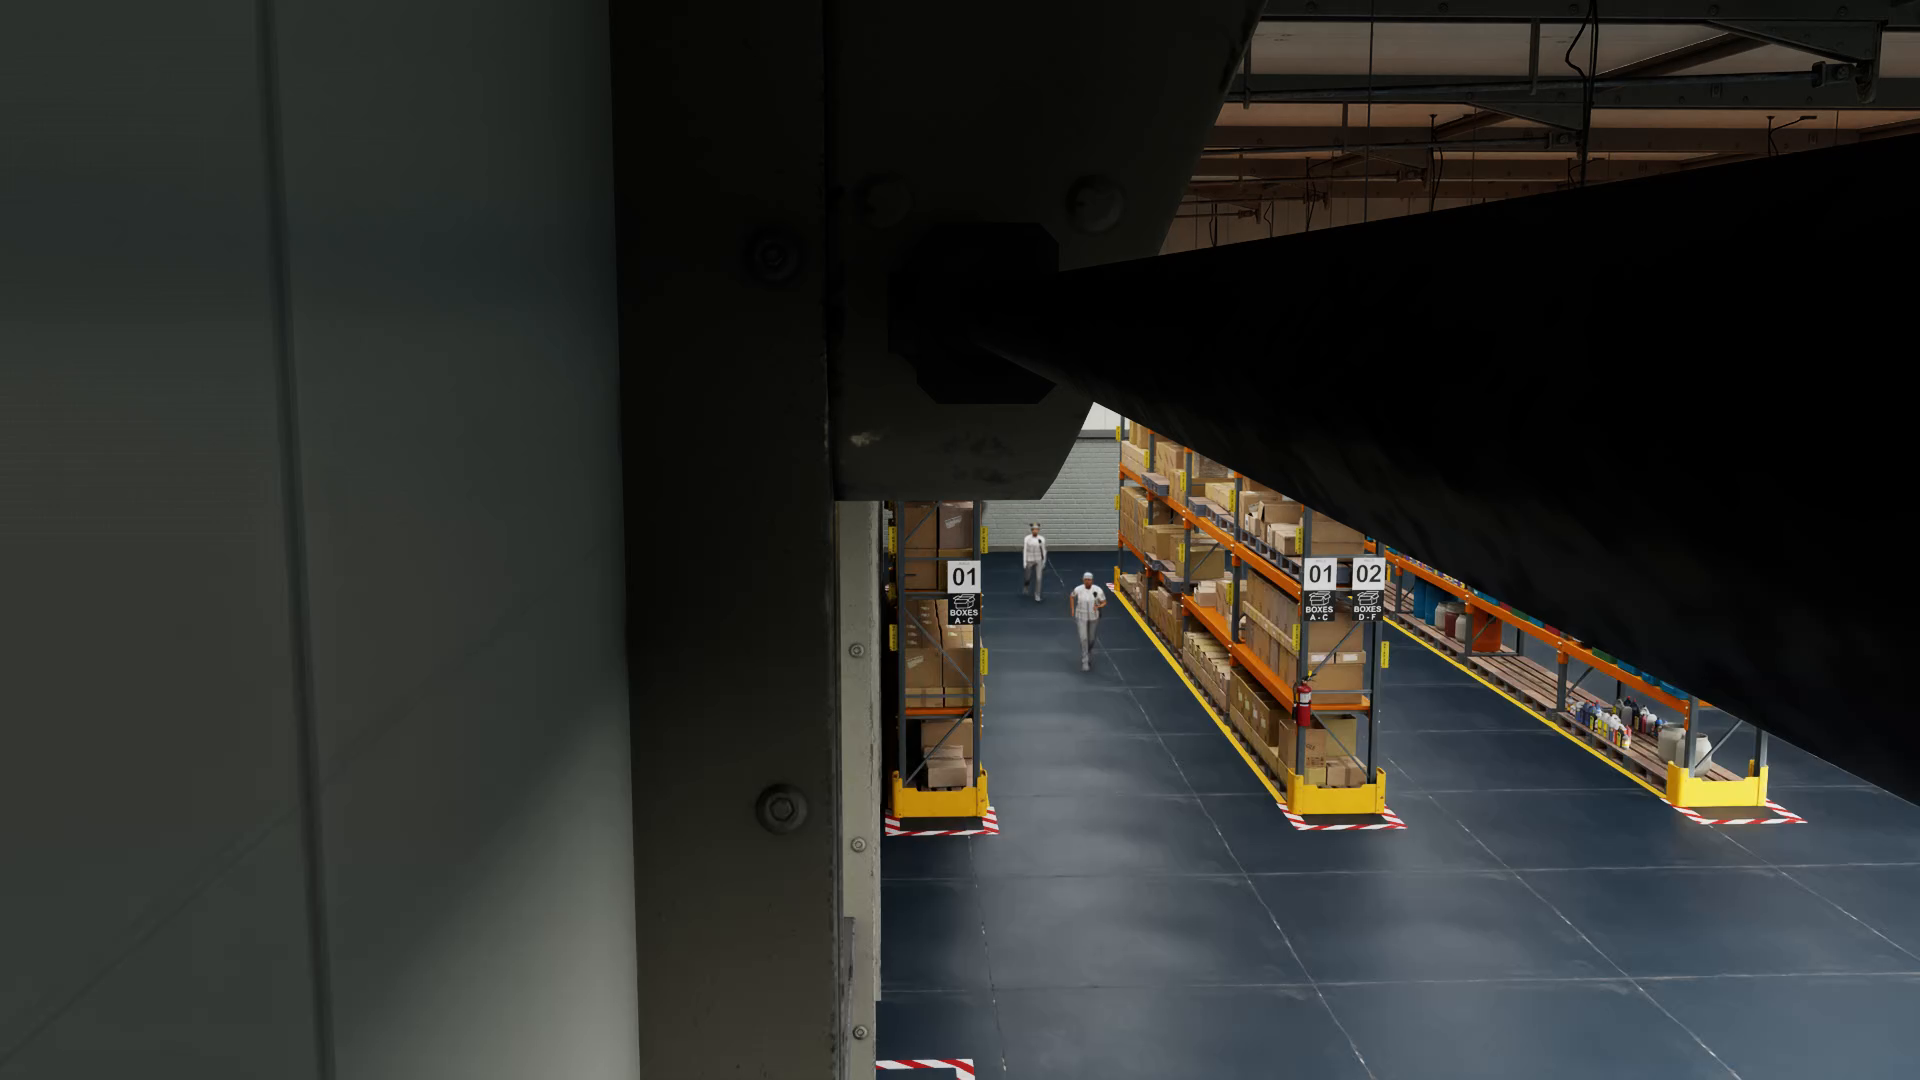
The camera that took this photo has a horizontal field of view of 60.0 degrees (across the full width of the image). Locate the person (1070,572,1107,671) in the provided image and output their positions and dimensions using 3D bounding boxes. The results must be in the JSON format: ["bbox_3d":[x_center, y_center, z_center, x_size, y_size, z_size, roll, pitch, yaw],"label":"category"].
[{"bbox_3d":[2.233,1.362,28.755,0.615,1.620,1.028,0,8,-3],"label":"person"}]

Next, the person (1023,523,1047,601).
[{"bbox_3d":[1.581,0.436,35.229,0.504,1.654,0.707,-1,8,-4],"label":"person"}]
